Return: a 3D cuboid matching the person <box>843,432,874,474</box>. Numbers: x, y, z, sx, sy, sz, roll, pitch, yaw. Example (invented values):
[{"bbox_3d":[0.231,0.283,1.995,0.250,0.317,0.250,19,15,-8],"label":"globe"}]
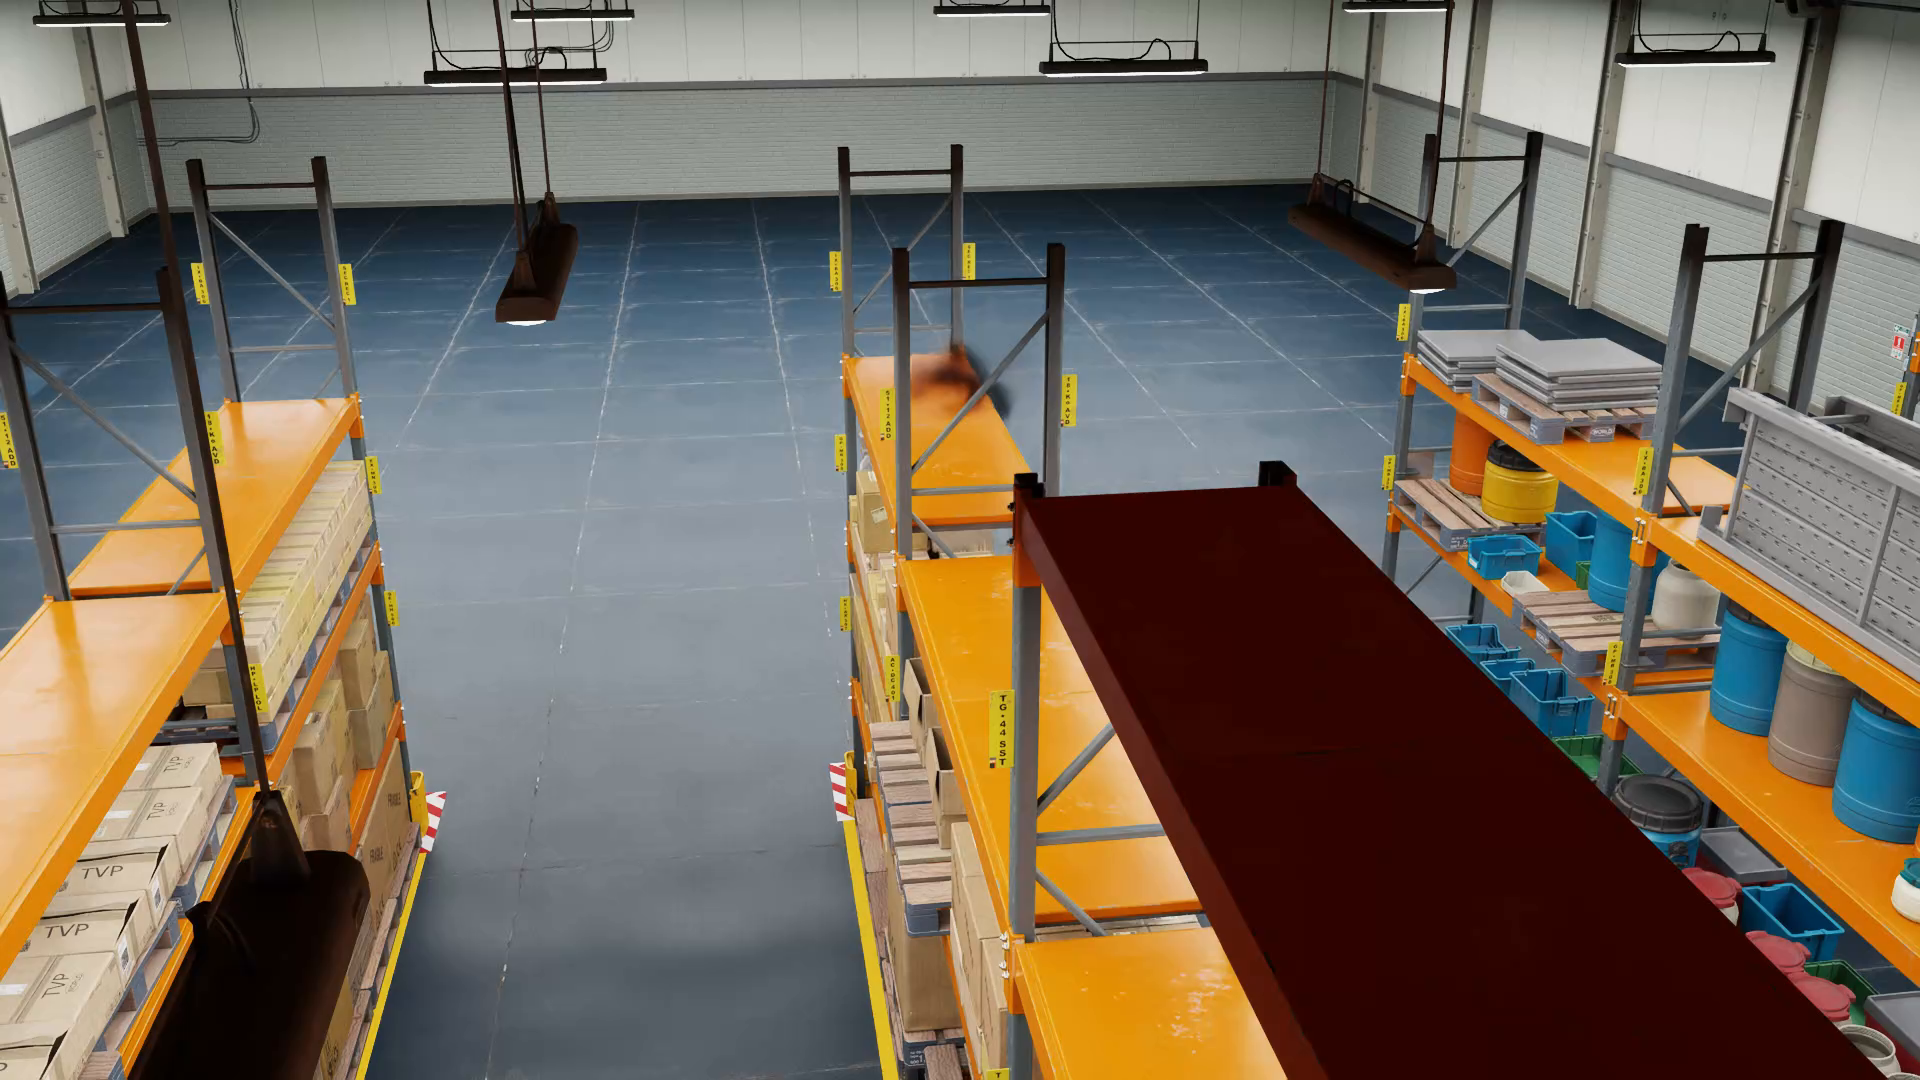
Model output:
[{"bbox_3d":[-1.066,-0.535,20.610,0.827,1.822,0.620,6,23,16],"label":"person"}]
